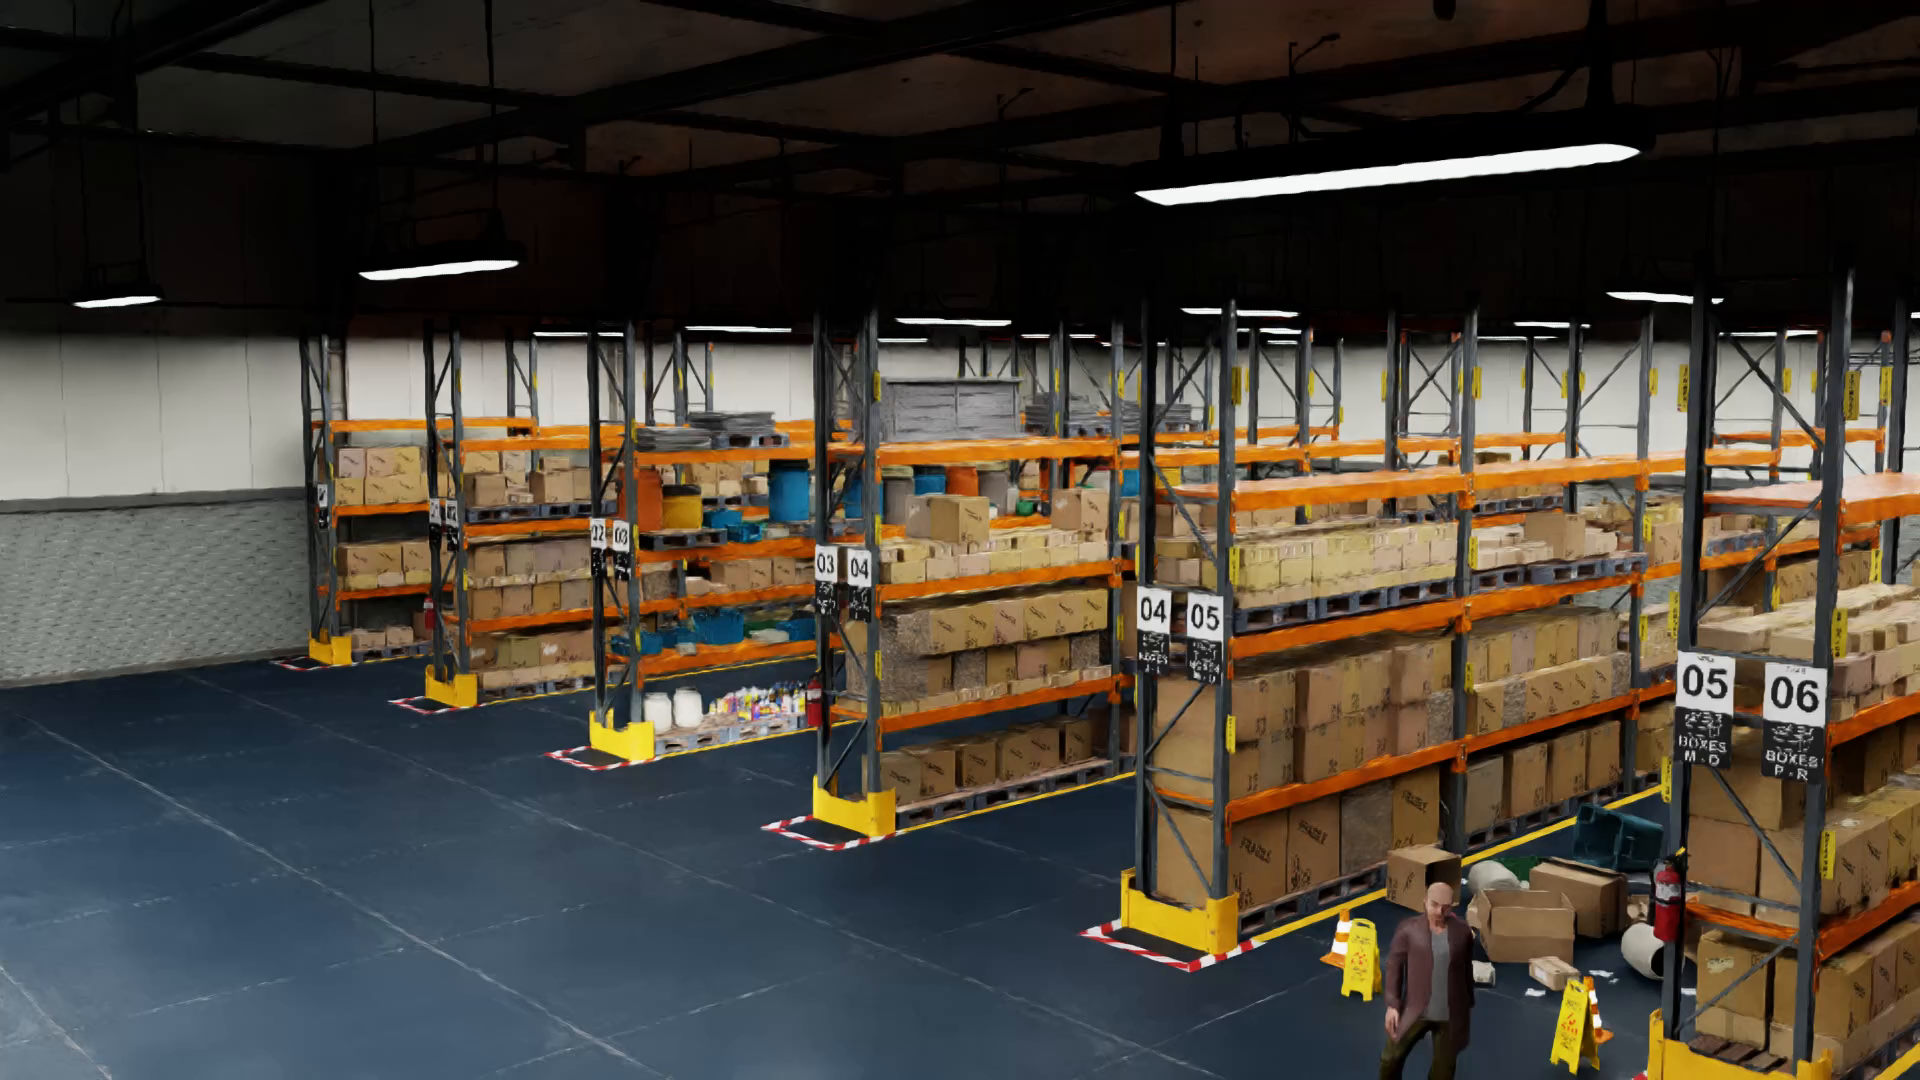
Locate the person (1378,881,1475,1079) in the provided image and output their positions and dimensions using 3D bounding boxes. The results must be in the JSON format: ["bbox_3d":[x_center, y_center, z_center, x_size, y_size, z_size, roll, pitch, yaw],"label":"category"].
[{"bbox_3d":[3.092,3.148,11.294,0.791,1.770,0.521,1,6,7],"label":"person"}]
